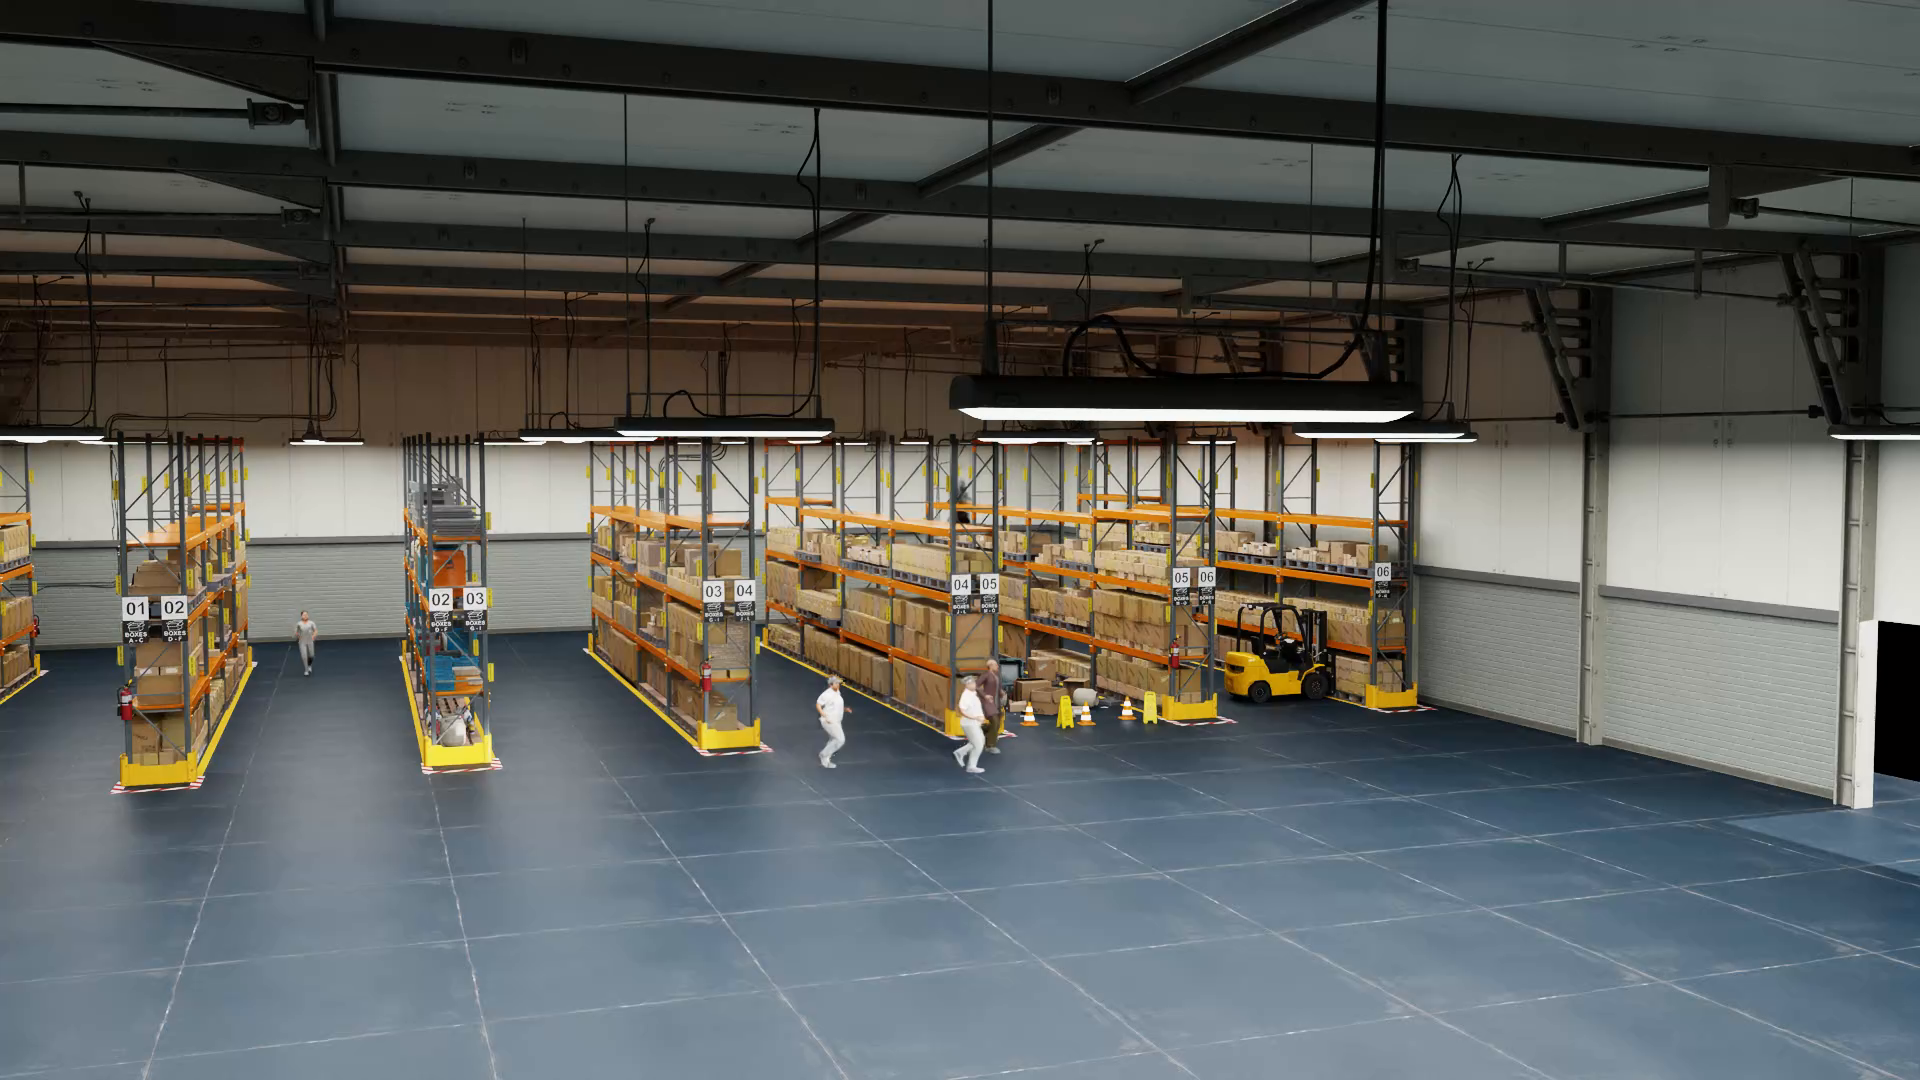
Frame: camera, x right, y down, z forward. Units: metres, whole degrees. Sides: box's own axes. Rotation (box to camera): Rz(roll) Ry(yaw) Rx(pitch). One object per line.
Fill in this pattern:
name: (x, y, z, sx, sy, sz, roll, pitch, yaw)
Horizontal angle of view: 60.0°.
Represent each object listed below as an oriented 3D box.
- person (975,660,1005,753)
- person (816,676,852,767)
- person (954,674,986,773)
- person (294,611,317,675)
person: (0.575, 3.137, 31.589, 0.791, 1.723, 0.738, 2, 4, 34)
person: (-2.234, 3.259, 29.772, 0.574, 1.621, 0.587, 1, 3, 18)
person: (0.176, 3.227, 29.304, 0.628, 1.731, 0.661, 1, 3, 12)
person: (-16.424, 2.589, 41.768, 0.558, 1.624, 0.568, -2, 4, -27)
